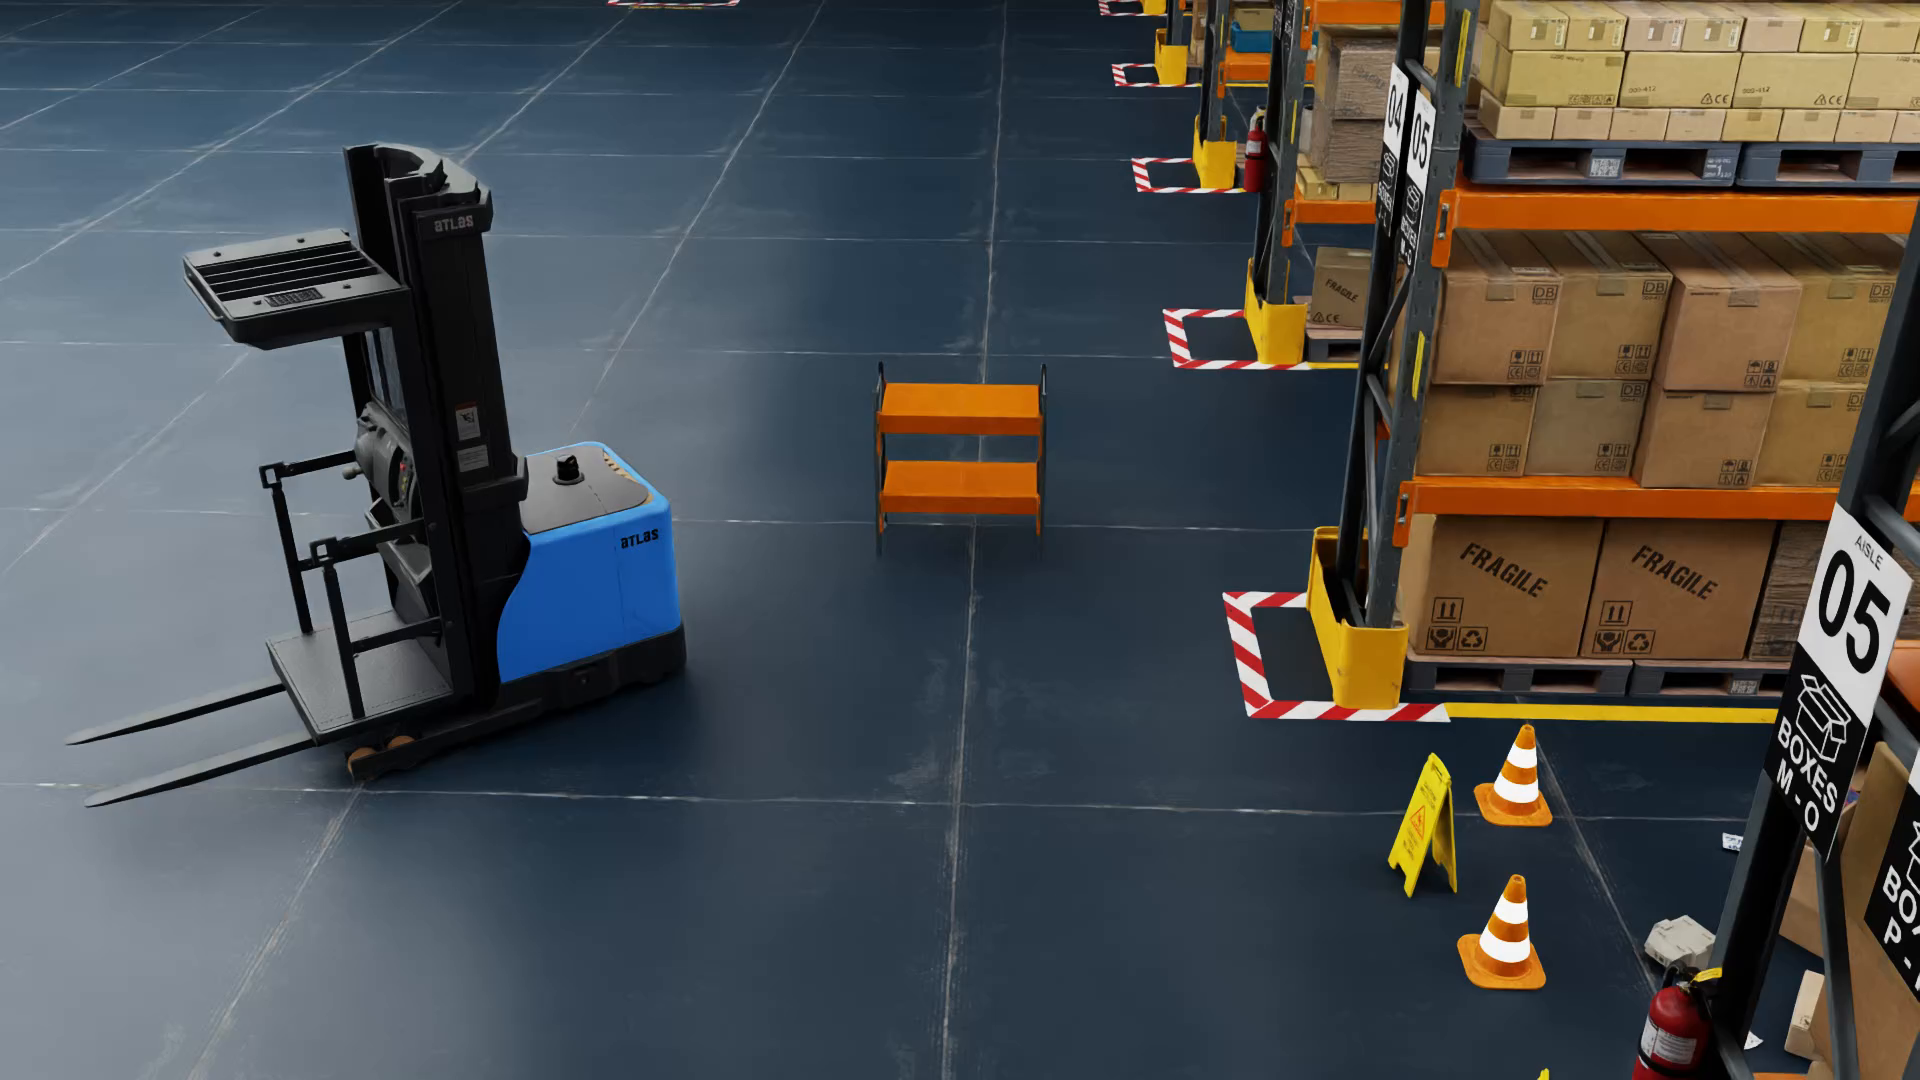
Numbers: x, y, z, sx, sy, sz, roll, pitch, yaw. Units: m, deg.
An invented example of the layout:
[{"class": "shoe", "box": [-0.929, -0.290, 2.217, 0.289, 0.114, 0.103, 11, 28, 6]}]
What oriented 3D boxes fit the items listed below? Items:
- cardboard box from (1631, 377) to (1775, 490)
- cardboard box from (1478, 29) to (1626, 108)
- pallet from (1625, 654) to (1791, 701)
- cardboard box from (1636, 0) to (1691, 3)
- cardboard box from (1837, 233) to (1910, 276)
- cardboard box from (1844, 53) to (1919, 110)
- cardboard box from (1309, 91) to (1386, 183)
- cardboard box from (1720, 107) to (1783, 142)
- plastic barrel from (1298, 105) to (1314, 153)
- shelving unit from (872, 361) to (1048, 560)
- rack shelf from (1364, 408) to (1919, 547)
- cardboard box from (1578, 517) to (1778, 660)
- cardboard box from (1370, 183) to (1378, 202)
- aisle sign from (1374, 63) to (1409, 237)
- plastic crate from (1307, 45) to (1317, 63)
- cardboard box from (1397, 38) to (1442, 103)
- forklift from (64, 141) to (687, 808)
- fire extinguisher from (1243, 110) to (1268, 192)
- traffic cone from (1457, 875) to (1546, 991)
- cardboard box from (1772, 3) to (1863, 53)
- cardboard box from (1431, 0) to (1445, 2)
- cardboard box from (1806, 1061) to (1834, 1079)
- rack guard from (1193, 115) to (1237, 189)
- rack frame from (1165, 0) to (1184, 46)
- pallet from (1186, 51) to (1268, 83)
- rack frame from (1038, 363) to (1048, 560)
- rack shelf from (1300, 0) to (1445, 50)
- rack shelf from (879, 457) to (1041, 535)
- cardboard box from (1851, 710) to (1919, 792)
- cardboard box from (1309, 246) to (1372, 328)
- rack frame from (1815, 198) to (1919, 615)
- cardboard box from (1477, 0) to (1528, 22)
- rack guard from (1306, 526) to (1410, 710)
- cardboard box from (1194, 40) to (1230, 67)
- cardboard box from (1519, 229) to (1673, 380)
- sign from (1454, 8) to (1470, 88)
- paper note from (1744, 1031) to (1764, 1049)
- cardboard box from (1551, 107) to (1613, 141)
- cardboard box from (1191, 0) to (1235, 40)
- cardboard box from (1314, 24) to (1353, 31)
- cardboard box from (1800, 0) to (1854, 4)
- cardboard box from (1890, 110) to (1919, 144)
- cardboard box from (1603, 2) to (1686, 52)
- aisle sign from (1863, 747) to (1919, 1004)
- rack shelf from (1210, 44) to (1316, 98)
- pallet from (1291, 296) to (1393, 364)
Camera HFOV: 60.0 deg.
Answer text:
[{"class": "cardboard box", "box": [3.723, -0.701, 8.636, 0.550, 0.550, 0.875, 1, 28, 2]}, {"class": "cardboard box", "box": [2.718, -2.179, 7.668, 0.500, 0.250, 0.500, 1, 28, 2]}, {"class": "pallet", "box": [4.263, 0.543, 9.426, 1.213, 0.211, 1.003, 1, 28, 2]}, {"class": "cardboard box", "box": [3.358, -2.624, 8.082, 0.250, 0.149, 0.380, 1, 28, 3]}, {"class": "cardboard box", "box": [4.786, -1.214, 8.451, 0.550, 0.550, 0.875, 1, 28, 2]}, {"class": "cardboard box", "box": [4.231, -2.155, 7.622, 0.500, 0.250, 0.500, 1, 28, 2]}, {"class": "cardboard box", "box": [3.070, -3.161, 13.011, 0.500, 0.500, 0.875, 1, 28, 2]}, {"class": "cardboard box", "box": [3.585, -1.959, 7.678, 0.250, 0.149, 0.380, 1, 28, 2]}, {"class": "plastic barrel", "box": [3.857, -4.428, 18.034, 0.421, 0.512, 0.421, 0, 28, 0]}, {"class": "shelving unit", "box": [0.007, -0.497, 10.412, 1.048, 1.125, 0.538, 1, 28, 2]}, {"class": "rack shelf", "box": [4.244, -0.336, 8.875, 4.000, 0.370, 1.077, 1, 28, 2]}, {"class": "cardboard box", "box": [3.804, 0.060, 9.180, 0.875, 0.875, 0.875, 1, 28, 1]}, {"class": "cardboard box", "box": [3.296, -2.755, 12.939, 0.250, 0.149, 0.380, 1, 28, 2]}, {"class": "aisle sign", "box": [2.185, -1.977, 8.427, 0.004, 0.787, 0.394, 1, 28, 2]}, {"class": "plastic crate", "box": [3.579, -5.043, 17.268, 0.250, 0.136, 0.298, 1, 28, 2]}, {"class": "cardboard box", "box": [3.560, -3.476, 12.538, 0.500, 0.500, 0.500, 1, 28, 2]}, {"class": "forklift", "box": [-3.034, -0.361, 8.227, 3.031, 2.935, 1.130, -17, 32, -29]}, {"class": "fire extinguisher", "box": [2.423, -3.190, 13.574, 0.183, 0.674, 0.296, 1, 28, 2]}, {"class": "traffic cone", "box": [2.346, 1.631, 7.105, 0.334, 0.463, 0.336, 1, 28, 2]}, {"class": "cardboard box", "box": [3.837, -2.307, 7.484, 0.250, 0.149, 0.380, 1, 28, 1]}, {"class": "cardboard box", "box": [3.509, -4.131, 12.224, 0.500, 0.250, 0.500, 0, 28, 1]}, {"class": "cardboard box", "box": [2.552, 1.649, 4.631, 0.250, 0.149, 0.380, 2, 28, 4]}, {"class": "rack guard", "box": [2.773, -4.242, 18.143, 0.348, 0.500, 1.175, 1, 28, 2]}, {"class": "rack frame", "box": [2.874, -7.644, 21.892, 0.127, 3.000, 1.000, 1, 28, 2]}, {"class": "pallet", "box": [3.640, -6.419, 22.558, 1.213, 0.211, 1.003, 1, 28, 2]}, {"class": "rack frame", "box": [0.515, -0.488, 10.396, 0.032, 1.125, 0.500, 1, 28, 2]}, {"class": "rack shelf", "box": [4.520, -3.981, 12.549, 4.000, 0.370, 1.077, 1, 28, 2]}, {"class": "rack shelf", "box": [0.007, -0.281, 10.526, 1.000, 0.278, 0.538, 1, 28, 2]}, {"class": "cardboard box", "box": [4.655, 0.937, 8.371, 0.500, 0.500, 0.500, 6, 28, 11]}, {"class": "cardboard box", "box": [3.144, -2.070, 13.598, 0.500, 0.500, 0.500, 6, 29, 11]}, {"class": "rack frame", "box": [2.171, -1.019, 2.990, 0.127, 3.000, 1.000, 1, 28, 2]}, {"class": "cardboard box", "box": [2.593, -2.637, 8.106, 0.250, 0.149, 0.380, 1, 28, 2]}, {"class": "rack guard", "box": [2.221, 0.417, 9.355, 0.348, 0.500, 1.175, 1, 28, 2]}, {"class": "cardboard box", "box": [3.402, -6.501, 22.225, 0.500, 0.250, 0.500, 1, 28, 2]}, {"class": "cardboard box", "box": [3.167, -1.240, 8.499, 0.550, 0.550, 0.875, 1, 28, 2]}, {"class": "sign", "box": [2.219, -2.174, 7.353, 0.005, 0.325, 0.100, 1, 28, 2]}, {"class": "paper note", "box": [3.186, 2.027, 6.818, 0.142, 0.019, 0.148, -9, 29, -16]}, {"class": "cardboard box", "box": [2.831, -1.971, 7.702, 0.250, 0.149, 0.380, 1, 28, 2]}, {"class": "cardboard box", "box": [3.421, -7.076, 22.508, 0.500, 0.500, 0.500, 1, 28, 2]}, {"class": "cardboard box", "box": [4.901, -6.807, 22.000, 0.500, 0.500, 0.500, 1, 28, 2]}, {"class": "cardboard box", "box": [4.118, -2.611, 8.058, 0.250, 0.149, 0.380, 1, 28, 2]}, {"class": "cardboard box", "box": [4.342, -1.946, 7.654, 0.250, 0.149, 0.380, 1, 28, 2]}, {"class": "cardboard box", "box": [3.073, -2.320, 7.509, 0.250, 0.149, 0.380, 1, 28, 1]}, {"class": "aisle sign", "box": [2.098, 0.627, 3.514, 0.004, 0.787, 0.394, 1, 28, 2]}, {"class": "rack shelf", "box": [4.694, -4.974, 17.625, 4.000, 0.370, 1.077, 1, 28, 2]}, {"class": "pallet", "box": [3.407, -1.744, 13.739, 1.213, 0.211, 1.003, 1, 28, 2]}]
